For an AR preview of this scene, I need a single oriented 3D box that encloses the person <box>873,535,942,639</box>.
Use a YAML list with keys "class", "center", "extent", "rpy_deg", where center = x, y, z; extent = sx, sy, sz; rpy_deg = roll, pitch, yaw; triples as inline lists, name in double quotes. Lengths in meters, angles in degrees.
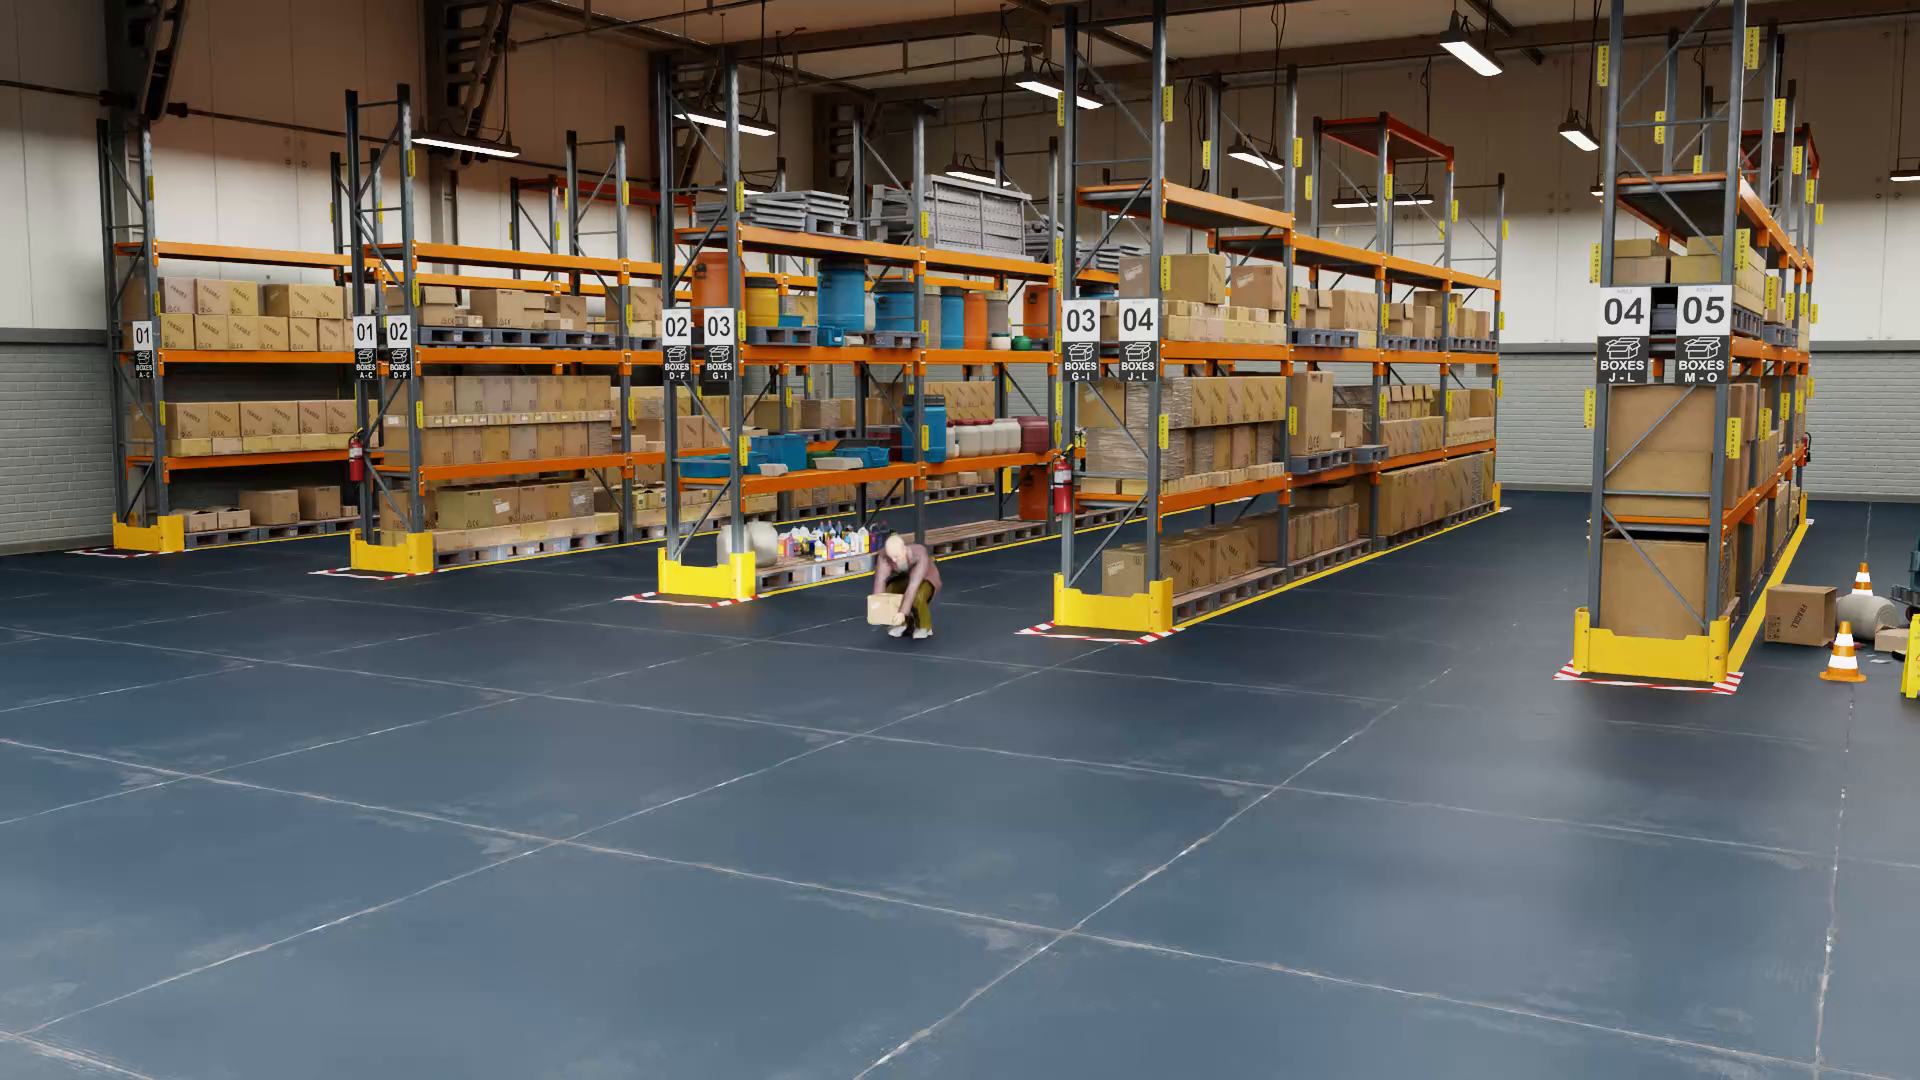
- class: "person"
  center: [-0.514, 0.441, 15.677]
  extent: [0.574, 0.984, 0.927]
  rpy_deg: [3, 7, 27]
